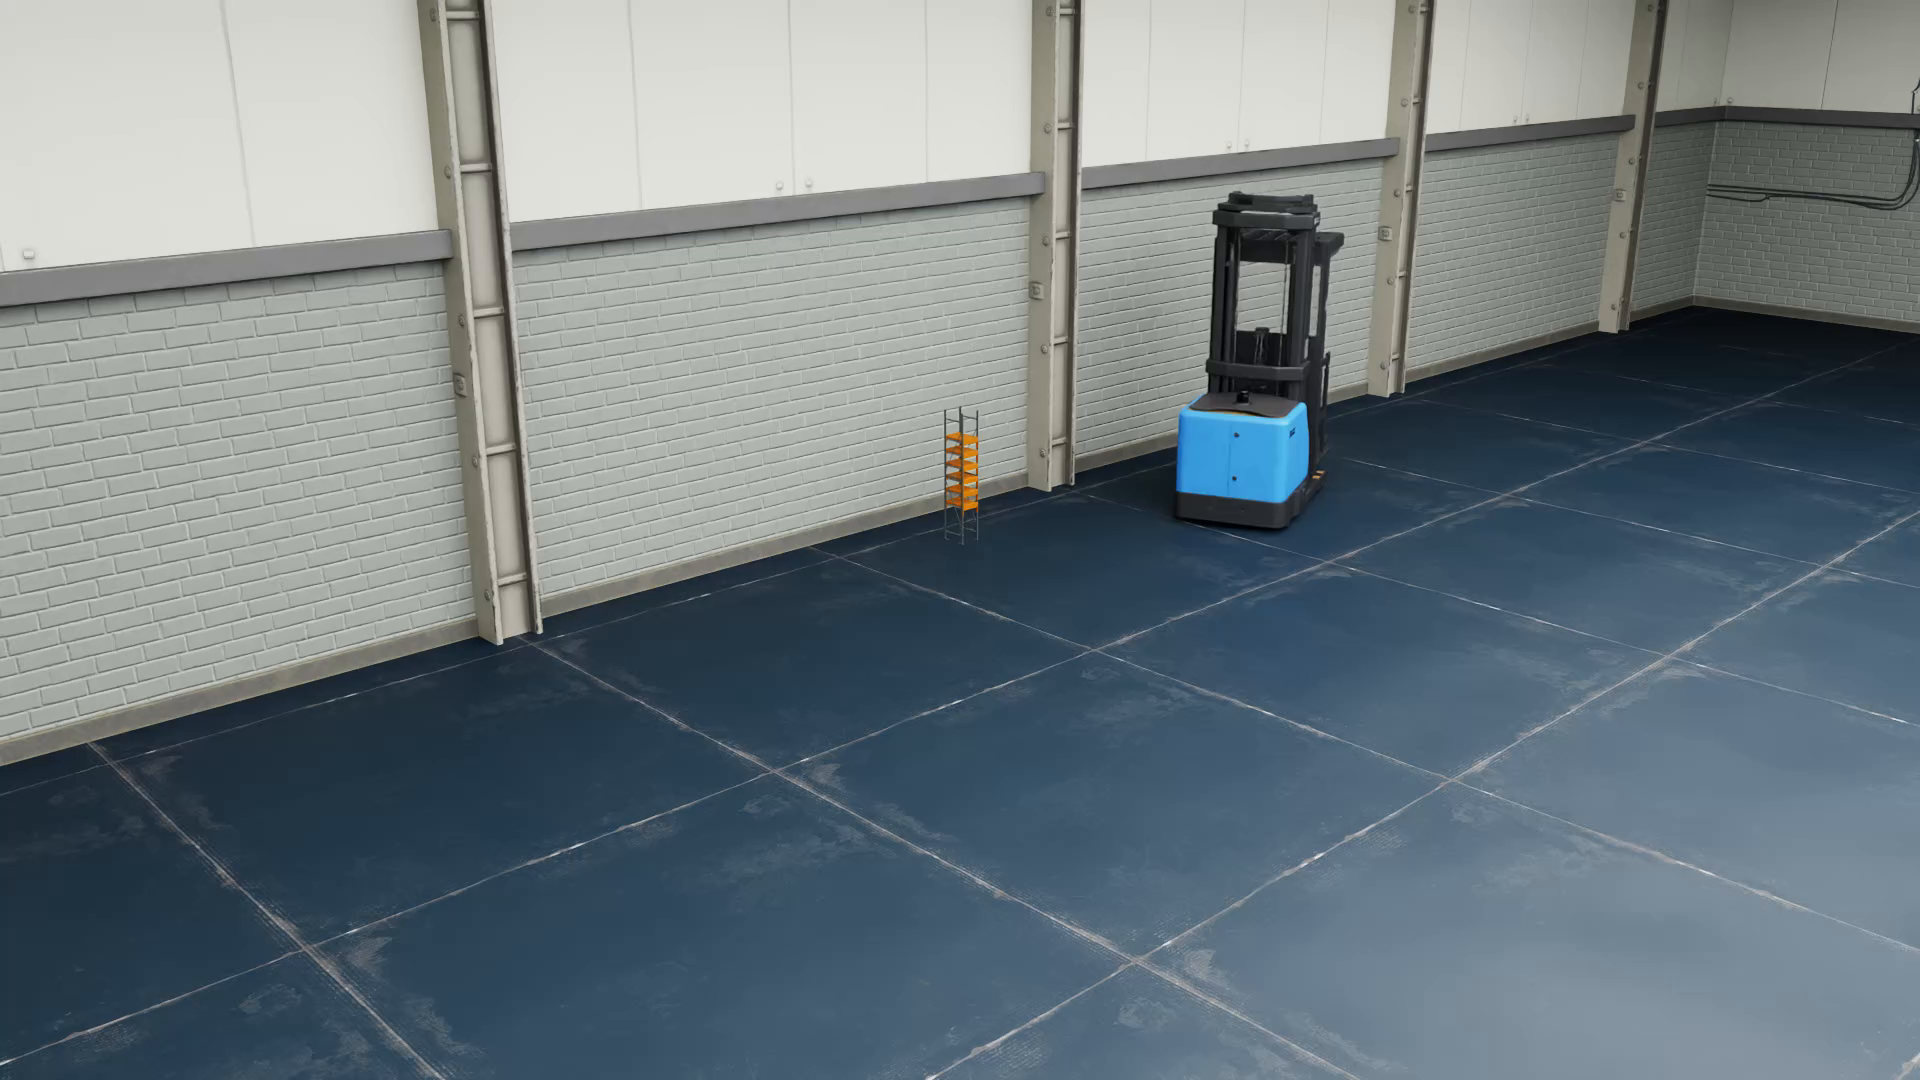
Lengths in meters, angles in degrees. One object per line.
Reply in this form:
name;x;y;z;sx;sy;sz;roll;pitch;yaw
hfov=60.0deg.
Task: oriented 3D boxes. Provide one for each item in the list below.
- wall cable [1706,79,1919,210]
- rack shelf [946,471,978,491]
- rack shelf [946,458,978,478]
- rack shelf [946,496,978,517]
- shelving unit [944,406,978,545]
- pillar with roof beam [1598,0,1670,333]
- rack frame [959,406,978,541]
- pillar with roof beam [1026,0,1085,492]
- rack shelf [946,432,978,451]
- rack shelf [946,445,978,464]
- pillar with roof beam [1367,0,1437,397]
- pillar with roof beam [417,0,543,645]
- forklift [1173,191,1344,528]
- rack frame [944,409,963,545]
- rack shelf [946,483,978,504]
wall cable;12.675;-6.228;24.638;0.112;2.526;3.097;-16;24;-41
rack shelf;0.011;-0.532;14.823;0.180;0.103;0.258;-16;24;-41
rack shelf;0.011;-0.646;14.786;0.180;0.103;0.258;-16;24;-41
rack shelf;0.011;-0.303;14.897;0.180;0.103;0.258;-16;24;-41
shelving unit;0.011;-0.574;14.809;0.189;1.200;0.258;-16;24;-41
pillar with roof beam;12.584;-6.413;20.172;0.400;9.000;9.100;-16;24;-41
rack frame;0.077;-0.593;14.869;0.006;1.200;0.240;-16;24;-41
pillar with roof beam;3.864;-3.870;12.330;0.400;9.000;9.100;-16;24;-41
rack shelf;0.011;-0.874;14.712;0.180;0.103;0.258;-16;24;-41
rack shelf;0.011;-0.760;14.749;0.180;0.103;0.258;-16;24;-41
pillar with roof beam;8.224;-5.141;16.251;0.400;9.000;9.100;-16;24;-41
pillar with roof beam;-0.495;-2.598;8.408;0.400;9.000;9.100;-16;24;-41
forklift;3.030;-1.912;16.131;1.130;2.935;3.031;8;19;22
rack frame;-0.056;-0.554;14.749;0.006;1.200;0.240;-16;24;-41
rack shelf;0.011;-0.417;14.860;0.180;0.103;0.258;-16;24;-41
